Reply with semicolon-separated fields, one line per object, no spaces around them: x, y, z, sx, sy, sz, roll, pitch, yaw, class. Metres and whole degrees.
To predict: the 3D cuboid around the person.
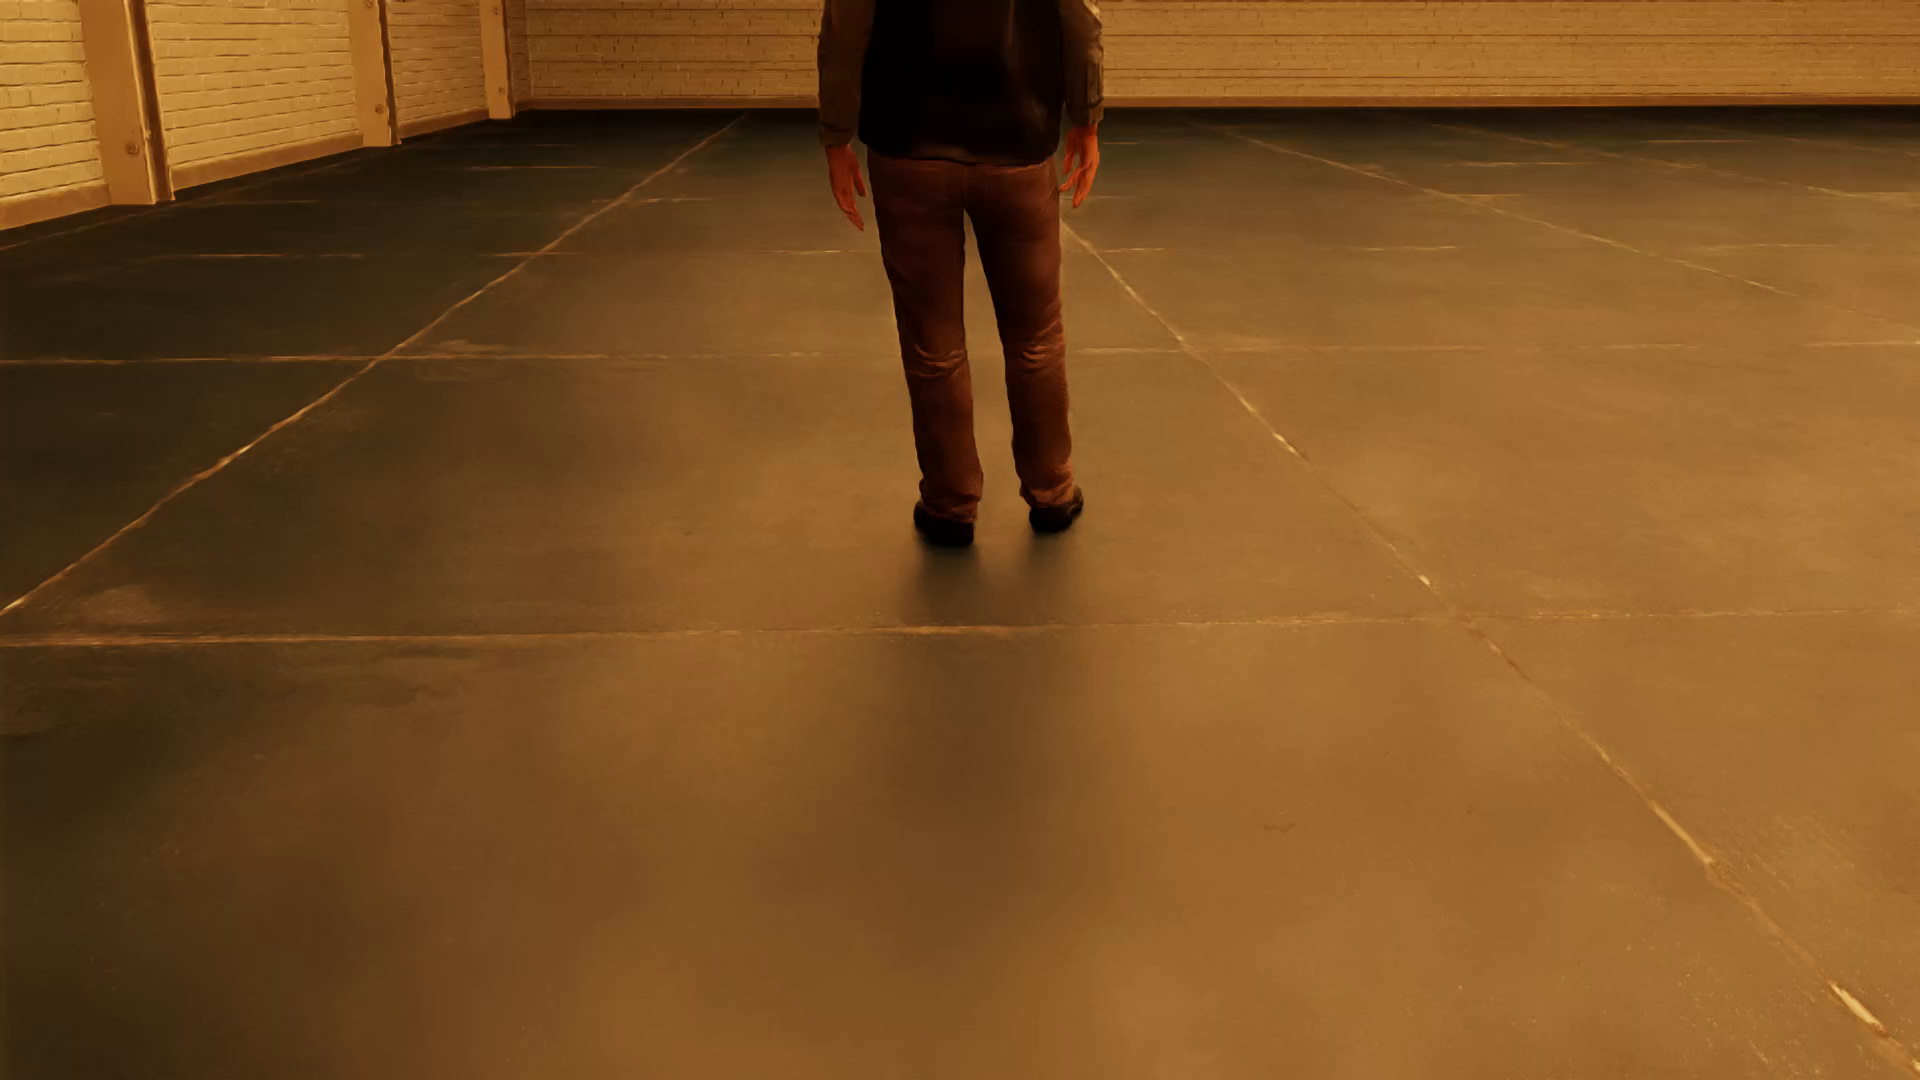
0.005;-0.848;3.724;0.632;1.720;0.567;-1;17;-3;person
